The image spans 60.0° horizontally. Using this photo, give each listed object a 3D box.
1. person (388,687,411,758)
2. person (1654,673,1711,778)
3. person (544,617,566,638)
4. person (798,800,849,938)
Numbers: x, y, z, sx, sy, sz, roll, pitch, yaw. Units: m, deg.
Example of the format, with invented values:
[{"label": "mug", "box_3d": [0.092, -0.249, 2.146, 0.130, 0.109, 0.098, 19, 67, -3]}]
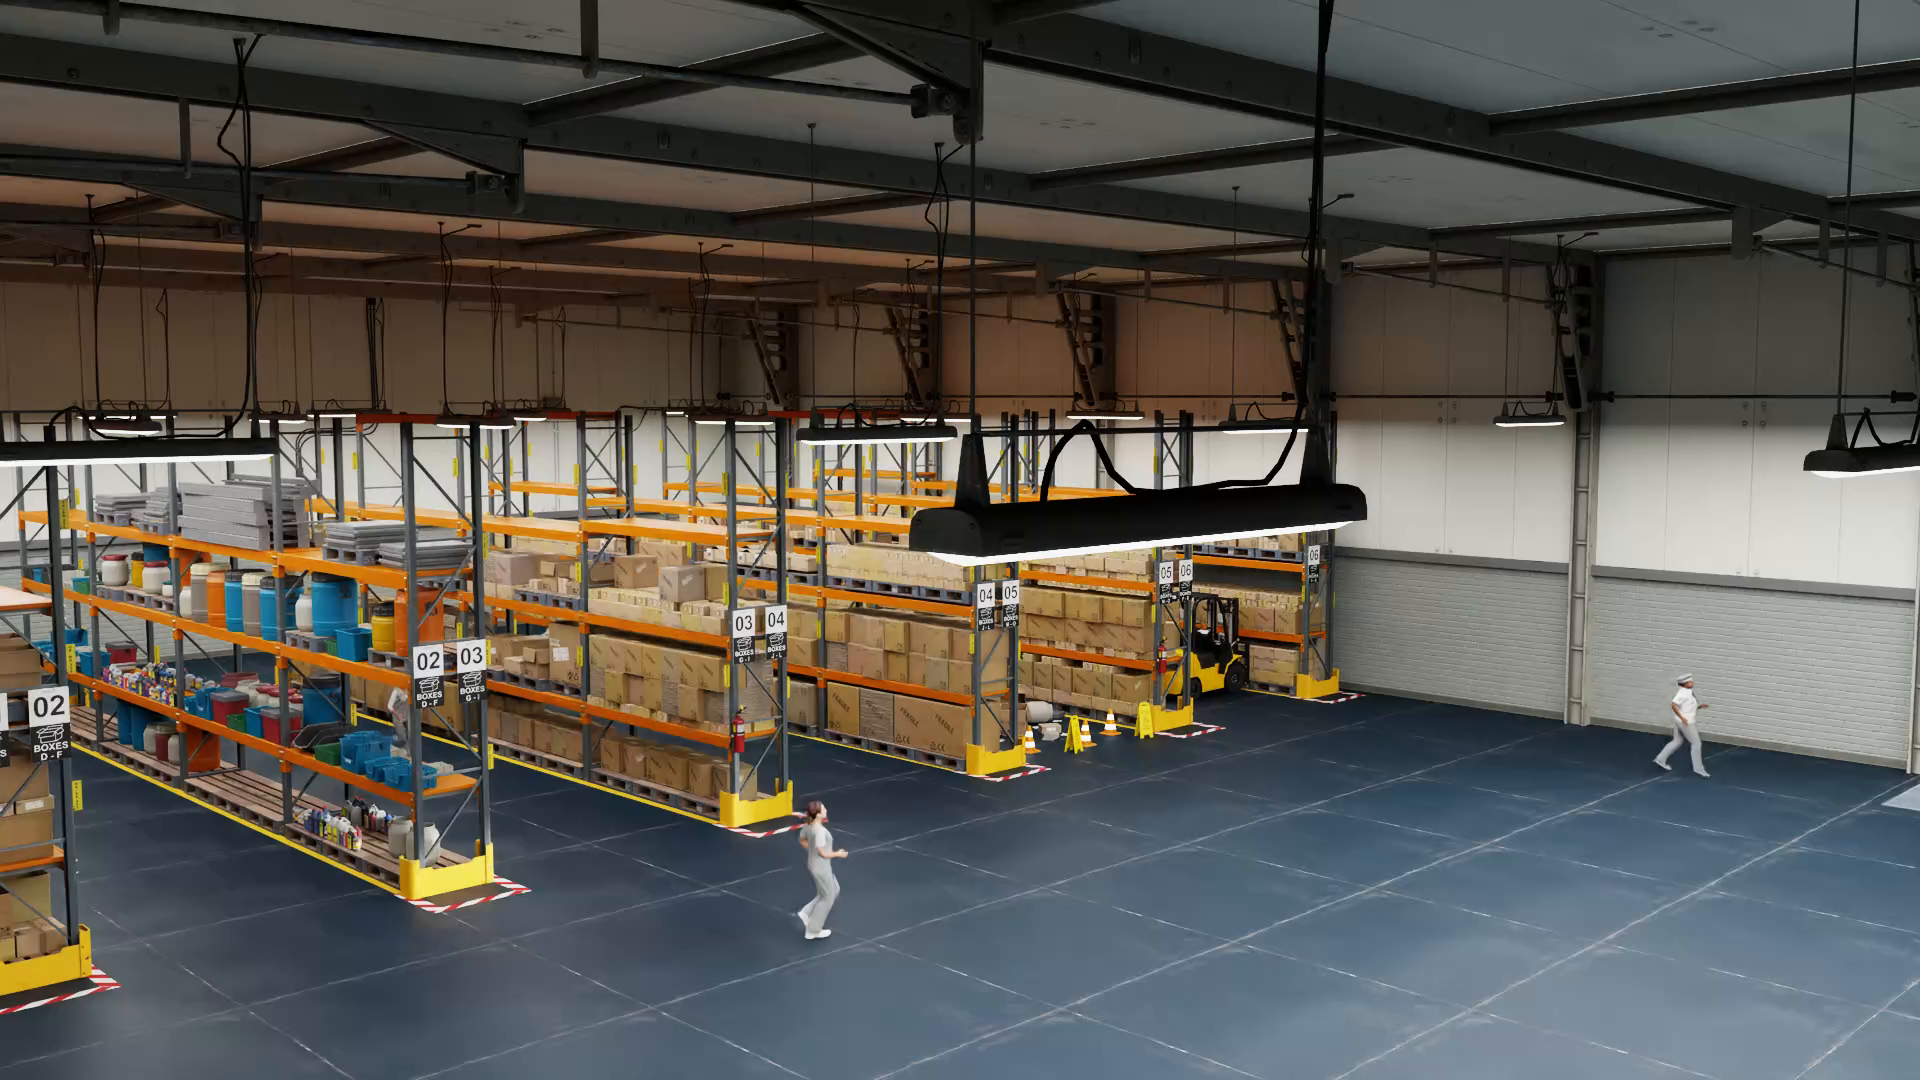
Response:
[{"label": "person", "box_3d": [-9.633, 3.079, 28.608, 0.694, 1.562, 0.527, 3, 6, 35]}, {"label": "person", "box_3d": [12.072, 3.068, 27.698, 0.851, 1.727, 0.548, 1, 5, 15]}, {"label": "person", "box_3d": [-8.304, 2.442, 34.670, 0.647, 1.844, 0.851, -5, 7, -43]}, {"label": "person", "box_3d": [-1.601, 3.826, 19.403, 0.564, 1.625, 0.557, -2, 5, -21]}]
